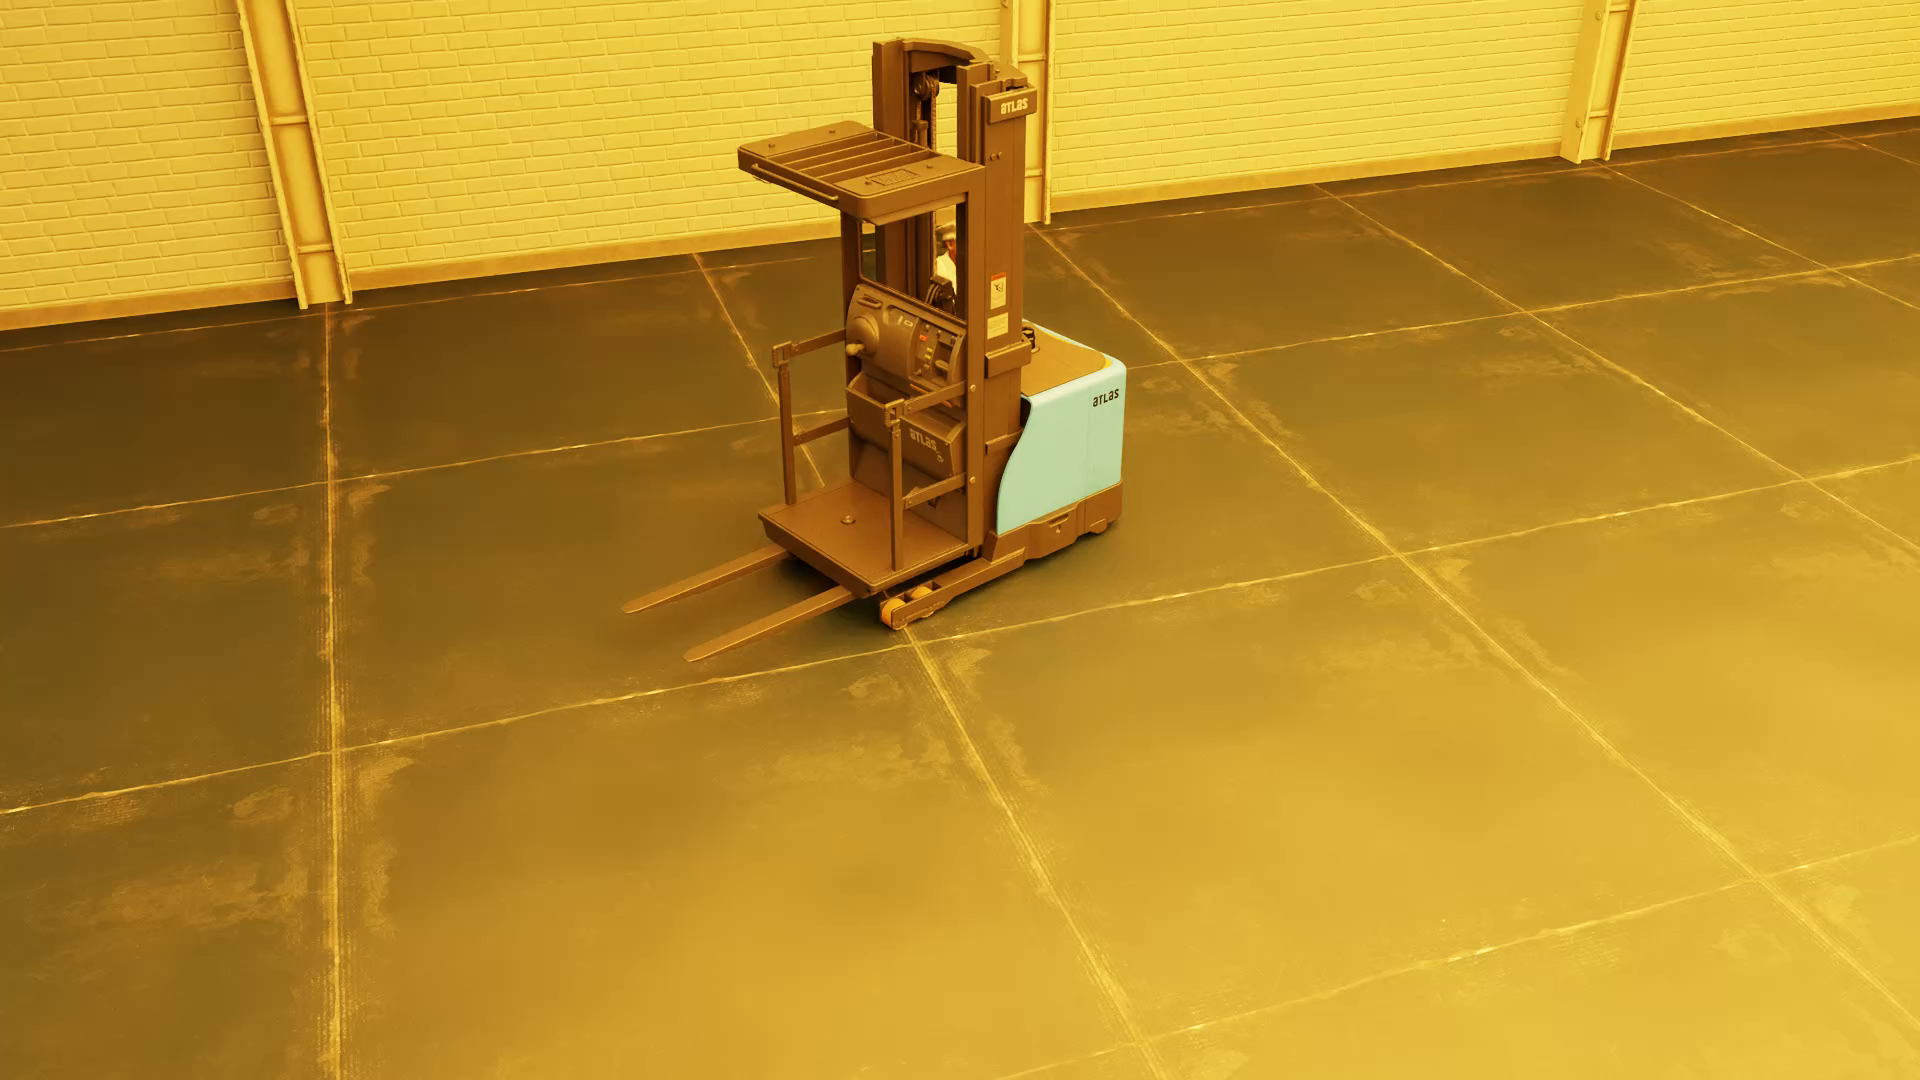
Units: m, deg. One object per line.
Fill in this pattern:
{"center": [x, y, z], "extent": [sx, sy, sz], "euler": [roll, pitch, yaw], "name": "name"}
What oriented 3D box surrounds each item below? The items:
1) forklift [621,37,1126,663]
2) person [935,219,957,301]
{"center": [-0.461, -1.072, 8.951], "extent": [3.031, 2.935, 1.130], "euler": [-23, 37, -34], "name": "forklift"}
{"center": [0.034, -1.157, 10.332], "extent": [0.566, 1.697, 0.587], "euler": [-18, 34, -28], "name": "person"}
